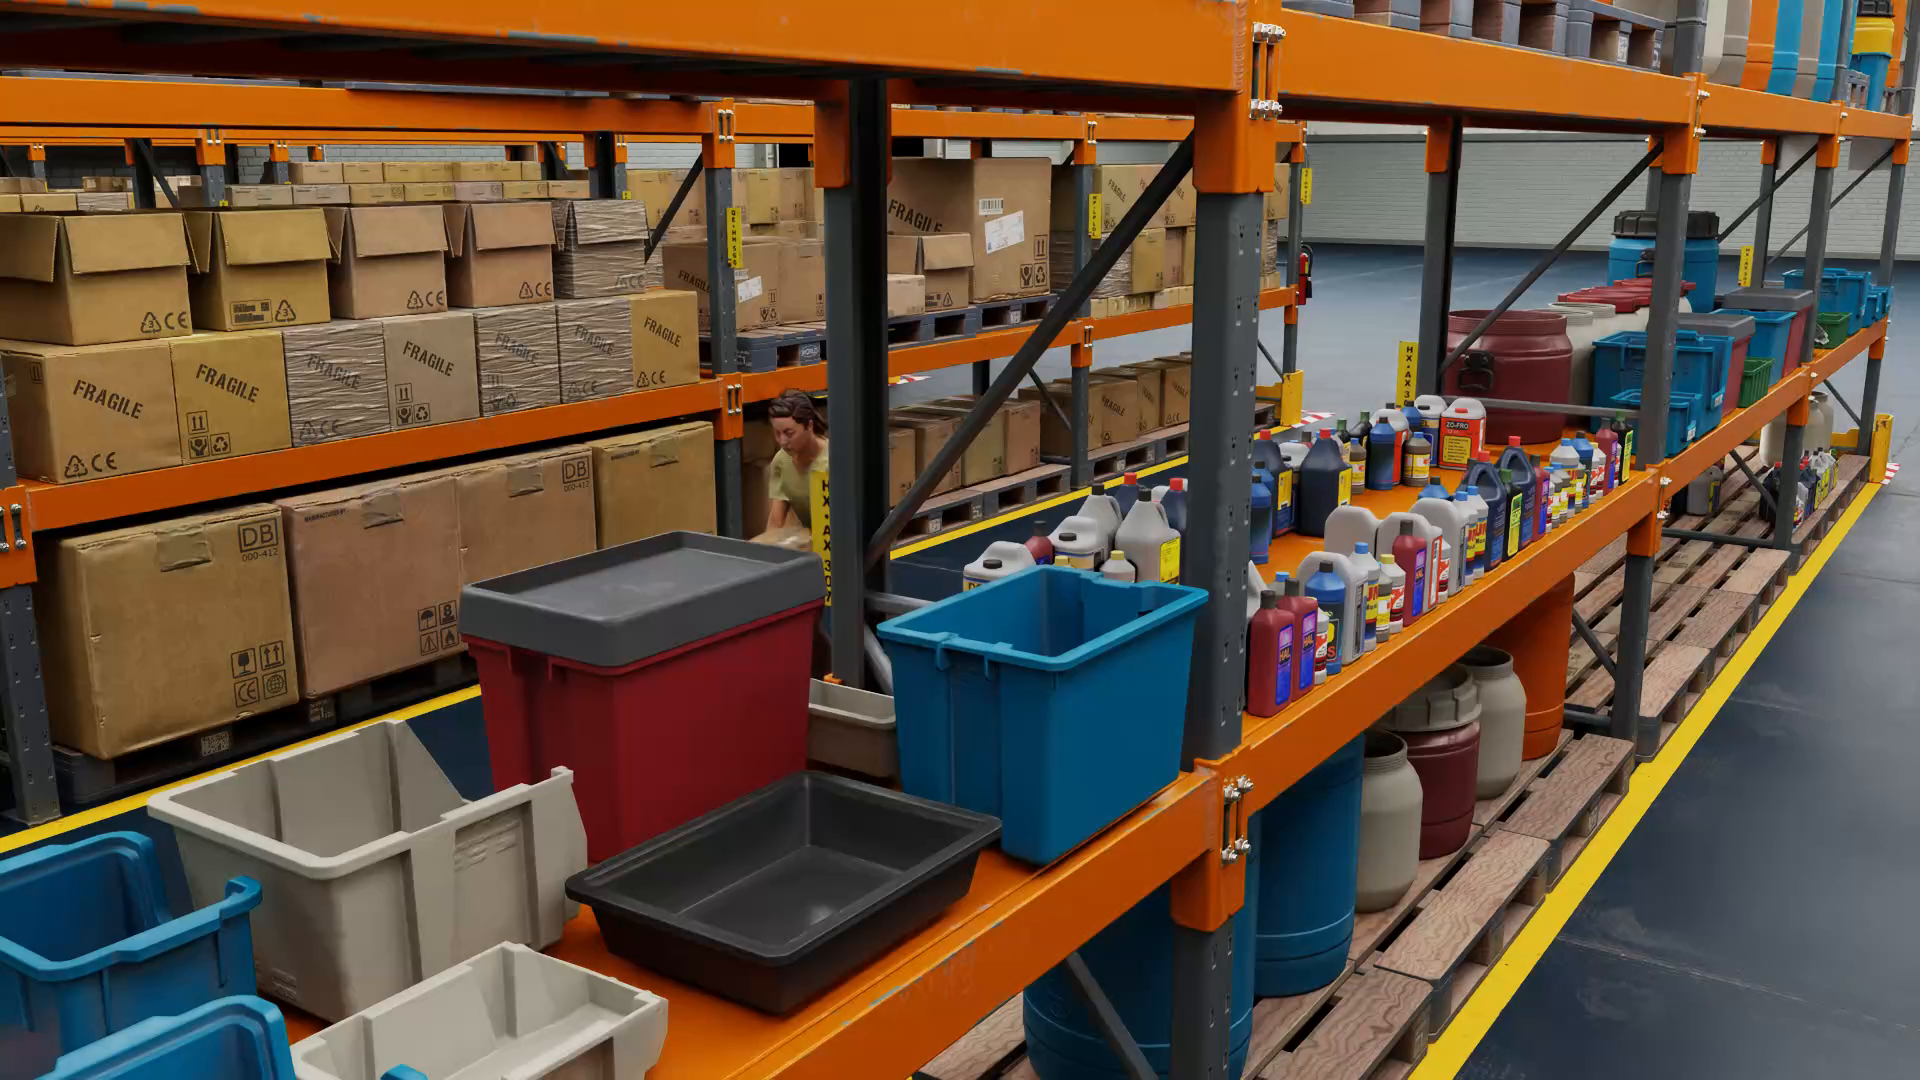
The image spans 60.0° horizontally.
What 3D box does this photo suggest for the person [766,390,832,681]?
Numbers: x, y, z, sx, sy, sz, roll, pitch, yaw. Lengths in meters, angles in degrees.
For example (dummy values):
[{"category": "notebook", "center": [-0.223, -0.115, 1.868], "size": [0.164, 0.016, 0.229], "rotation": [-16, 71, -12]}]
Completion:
[{"category": "person", "center": [-0.614, 0.104, 7.278], "size": [0.412, 1.571, 0.582], "rotation": [8, 15, 32]}]
